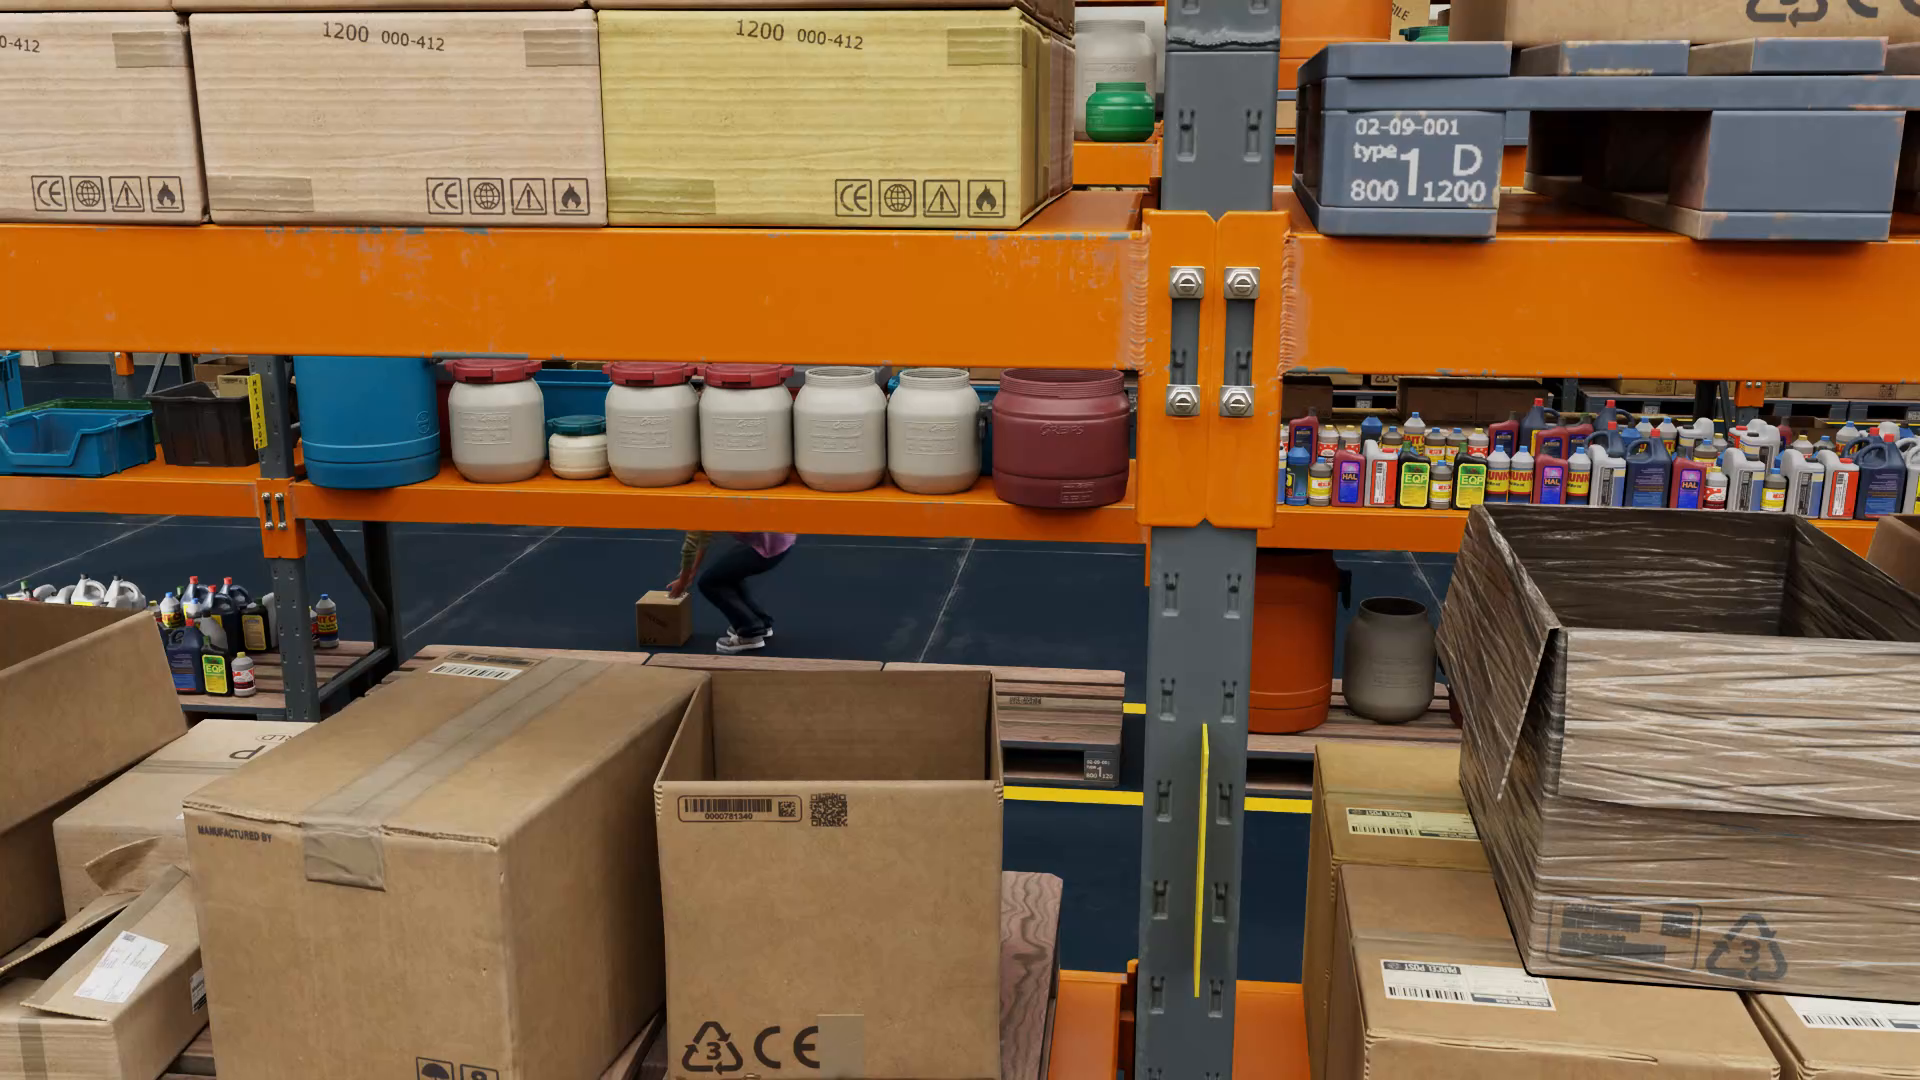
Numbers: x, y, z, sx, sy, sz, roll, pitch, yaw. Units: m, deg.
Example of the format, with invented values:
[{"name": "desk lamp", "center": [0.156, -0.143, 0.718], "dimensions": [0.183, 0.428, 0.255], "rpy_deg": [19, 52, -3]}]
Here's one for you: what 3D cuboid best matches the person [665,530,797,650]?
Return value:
[{"name": "person", "center": [-1.295, 0.078, 9.304], "dimensions": [0.754, 1.061, 0.460], "rpy_deg": [2, 15, 6]}]
